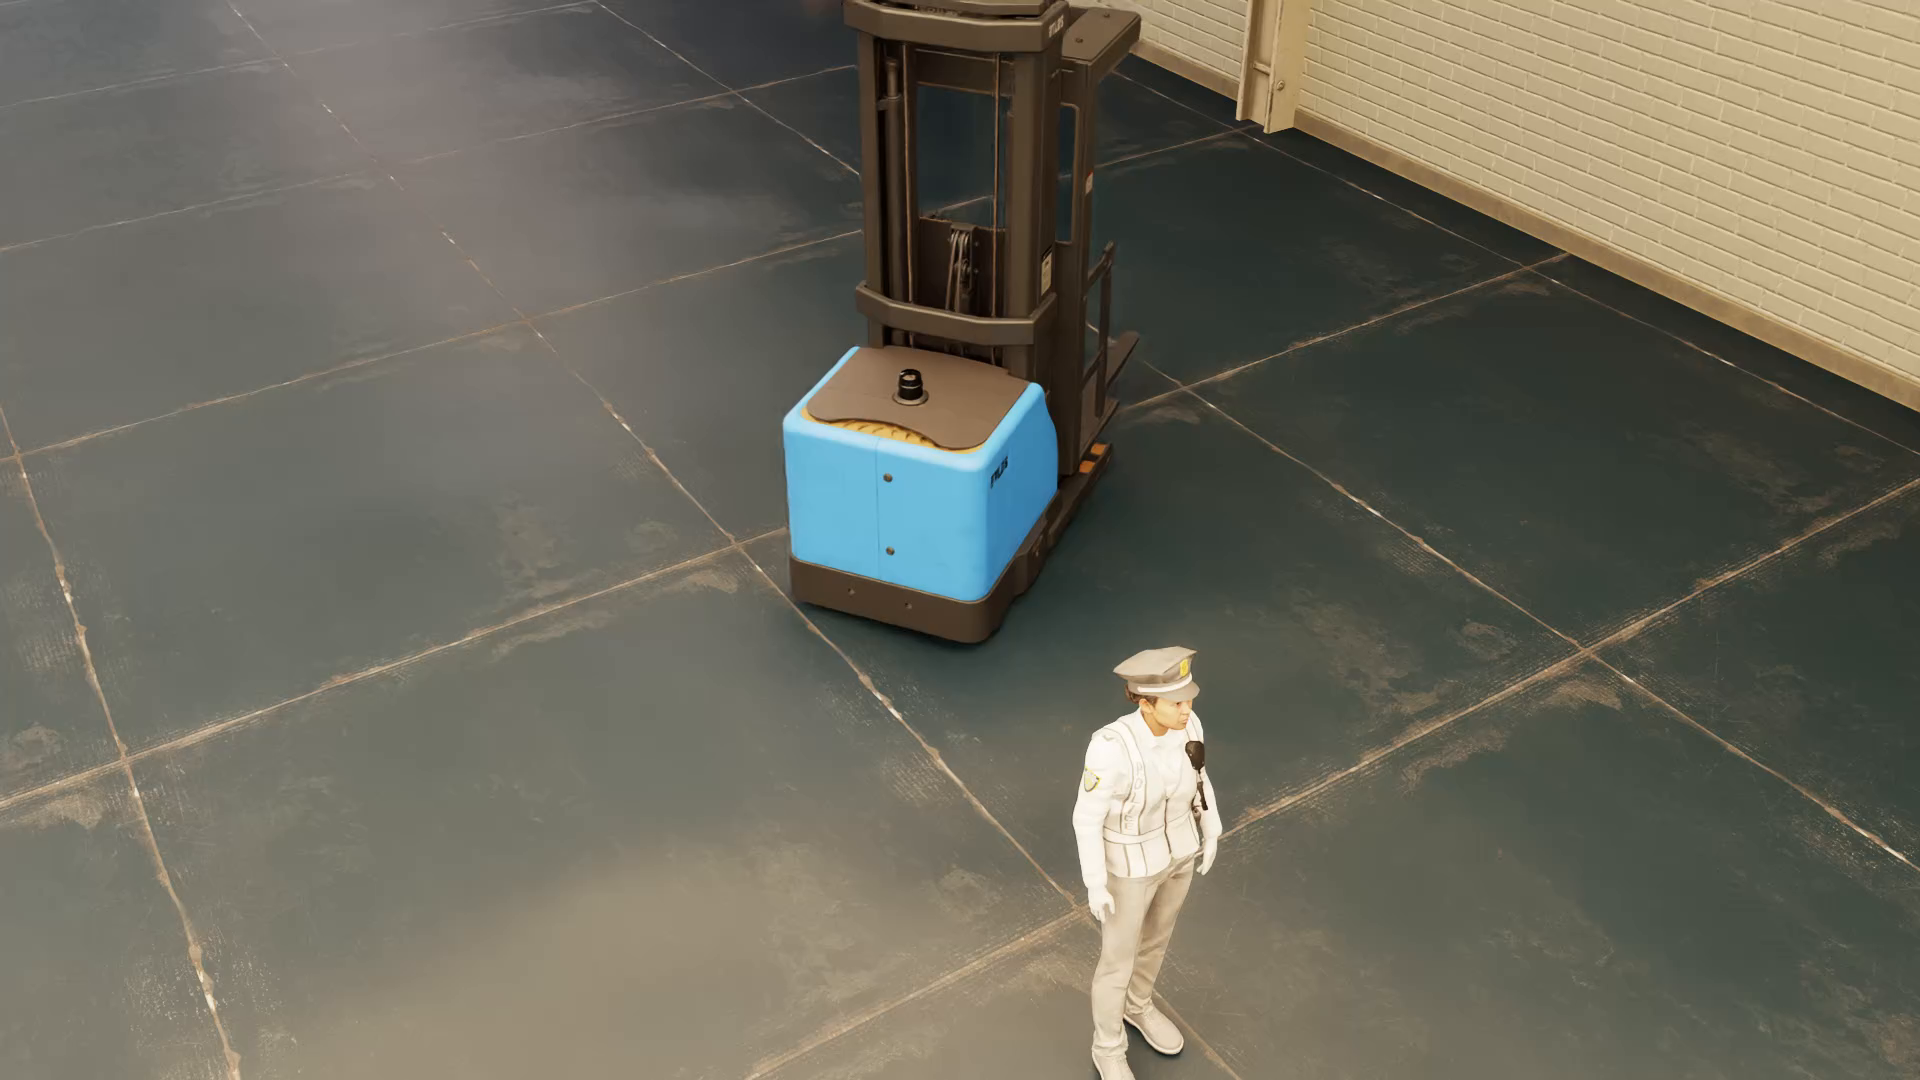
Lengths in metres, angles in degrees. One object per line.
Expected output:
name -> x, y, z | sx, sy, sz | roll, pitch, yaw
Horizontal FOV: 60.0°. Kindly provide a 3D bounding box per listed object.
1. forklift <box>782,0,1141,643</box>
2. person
forklift -> 0.199, -1.551, 8.355 | 1.130, 2.935, 3.031 | 13, 37, 18
person -> 0.675, 1.110, 5.631 | 0.587, 1.694, 0.530 | -21, 40, -27
